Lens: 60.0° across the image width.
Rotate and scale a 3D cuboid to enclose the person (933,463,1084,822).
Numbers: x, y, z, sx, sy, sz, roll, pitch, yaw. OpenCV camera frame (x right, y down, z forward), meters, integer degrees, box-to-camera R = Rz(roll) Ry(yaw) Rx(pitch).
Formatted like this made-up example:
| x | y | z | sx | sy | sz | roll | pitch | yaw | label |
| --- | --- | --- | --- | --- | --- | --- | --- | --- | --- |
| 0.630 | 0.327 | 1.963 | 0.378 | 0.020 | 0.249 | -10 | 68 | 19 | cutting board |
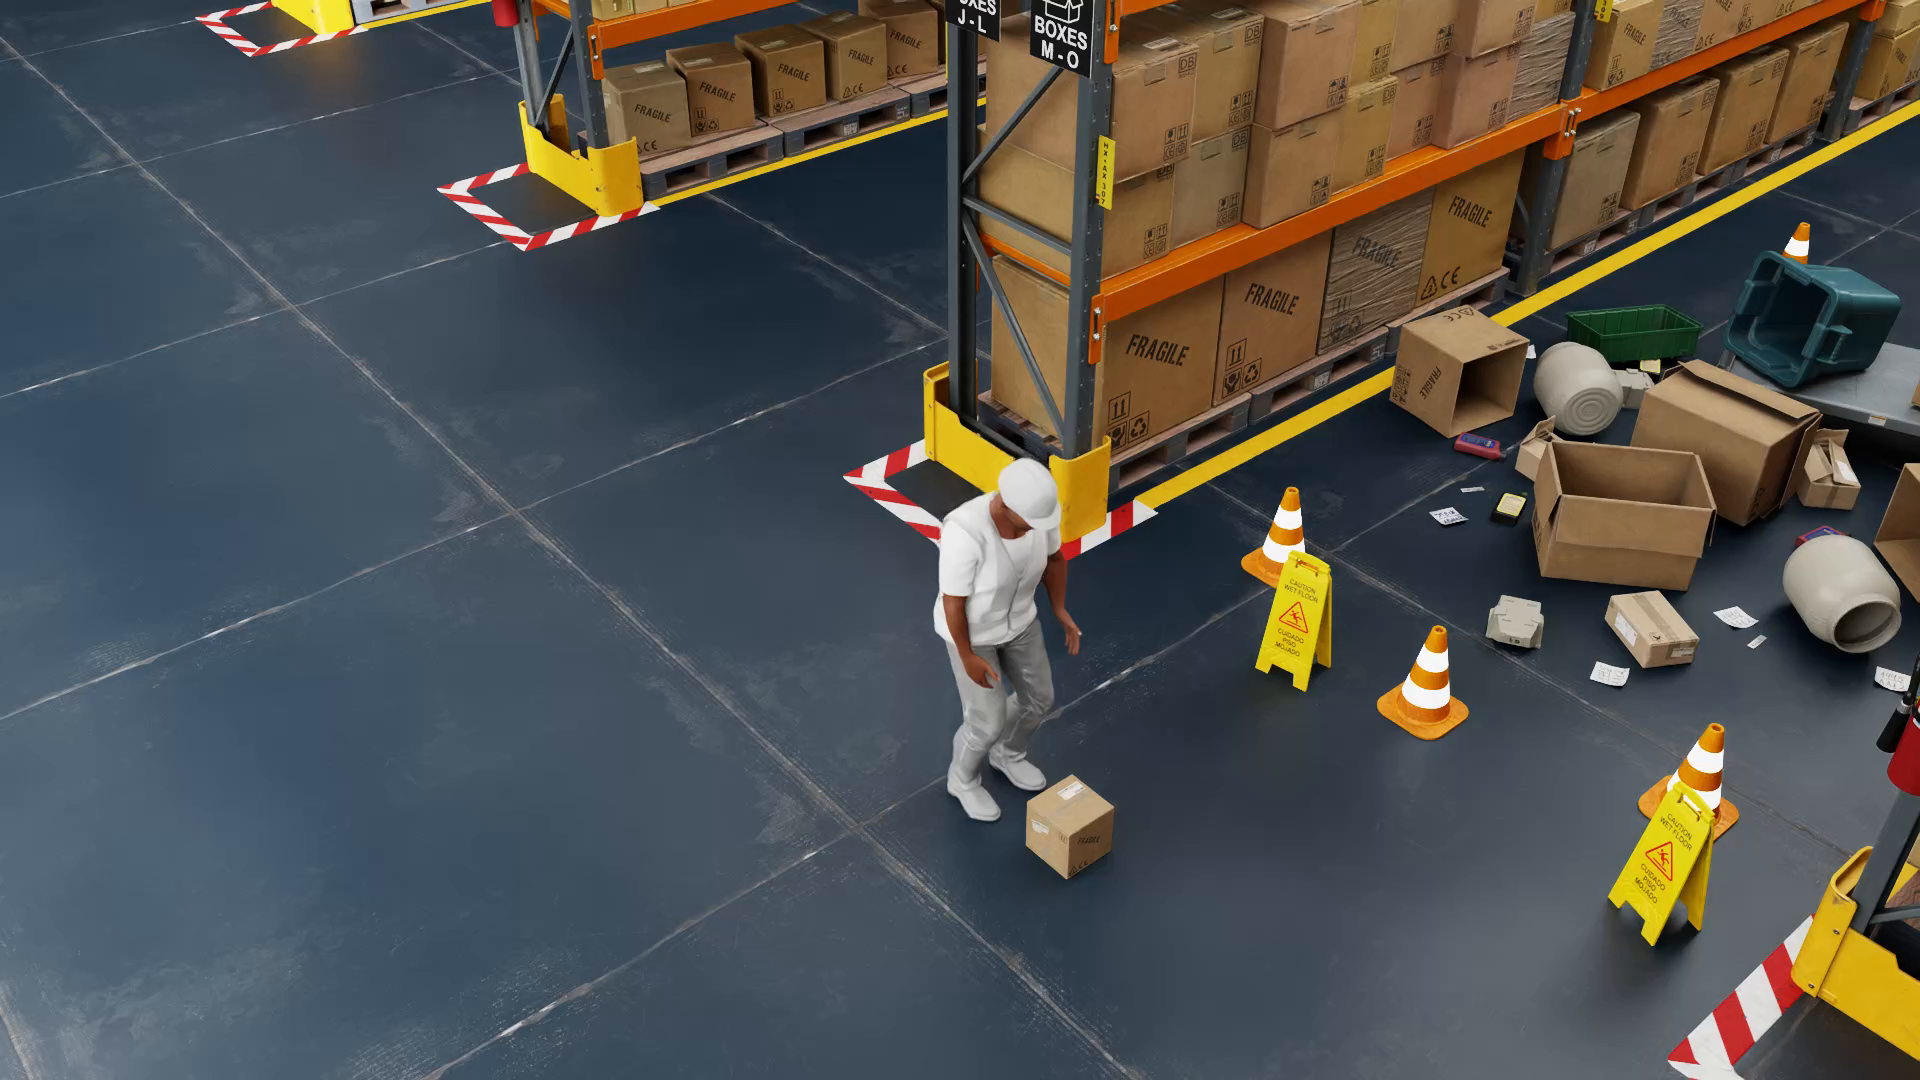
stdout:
| x | y | z | sx | sy | sz | roll | pitch | yaw | label |
| --- | --- | --- | --- | --- | --- | --- | --- | --- | --- |
| 0.182 | 0.365 | 6.625 | 0.602 | 1.683 | 0.511 | -25 | 43 | -31 | person |
